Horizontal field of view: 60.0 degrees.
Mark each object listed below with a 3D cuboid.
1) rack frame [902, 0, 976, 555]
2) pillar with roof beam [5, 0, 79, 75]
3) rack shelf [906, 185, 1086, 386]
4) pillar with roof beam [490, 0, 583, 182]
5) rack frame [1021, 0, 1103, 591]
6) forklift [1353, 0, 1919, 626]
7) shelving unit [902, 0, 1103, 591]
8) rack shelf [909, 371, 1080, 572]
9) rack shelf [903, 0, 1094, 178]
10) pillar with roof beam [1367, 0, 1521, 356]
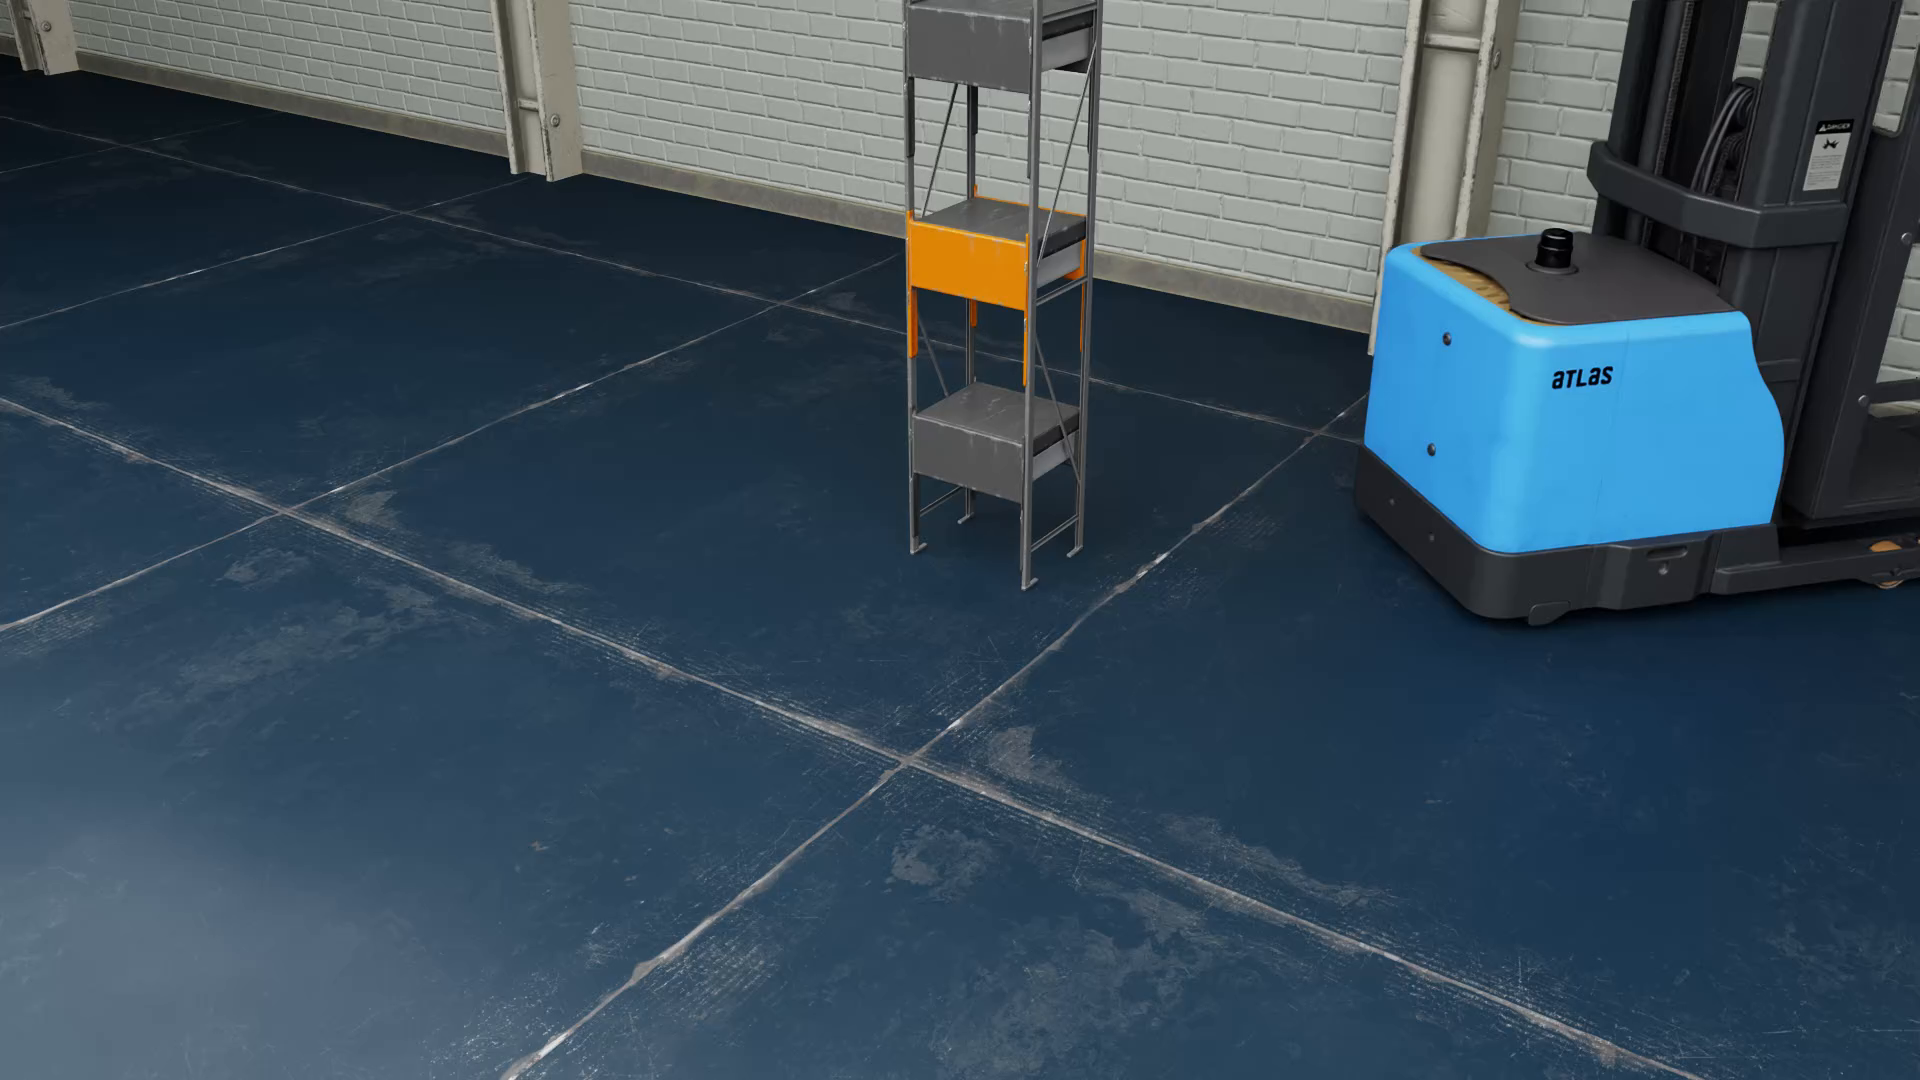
[{"bbox_3d":[-0.065,-0.956,5.813,0.015,2.100,0.400,17,32,30],"label":"rack frame"},{"bbox_3d":[-10.118,-6.385,8.875,0.400,9.000,9.100,17,32,30],"label":"pillar with roof beam"},{"bbox_3d":[0.136,-0.881,5.696,0.480,0.518,0.431,17,32,30],"label":"rack shelf"},{"bbox_3d":[-5.172,-4.844,5.847,0.400,9.000,9.100,17,32,30],"label":"pillar with roof beam"},{"bbox_3d":[0.338,-0.831,5.567,0.015,2.100,0.400,17,32,30],"label":"rack frame"},{"bbox_3d":[3.085,-1.360,5.690,3.031,2.935,1.130,-6,28,-12],"label":"forklift"},{"bbox_3d":[0.136,-0.893,5.690,0.503,2.100,0.431,17,32,30],"label":"shelving unit"},{"bbox_3d":[0.136,-0.257,6.014,0.480,0.518,0.431,17,32,30],"label":"rack shelf"},{"bbox_3d":[0.136,-1.505,5.379,0.480,0.518,0.431,17,32,30],"label":"rack shelf"},{"bbox_3d":[-0.226,-3.304,2.820,0.400,9.000,9.100,17,32,30],"label":"pillar with roof beam"}]
